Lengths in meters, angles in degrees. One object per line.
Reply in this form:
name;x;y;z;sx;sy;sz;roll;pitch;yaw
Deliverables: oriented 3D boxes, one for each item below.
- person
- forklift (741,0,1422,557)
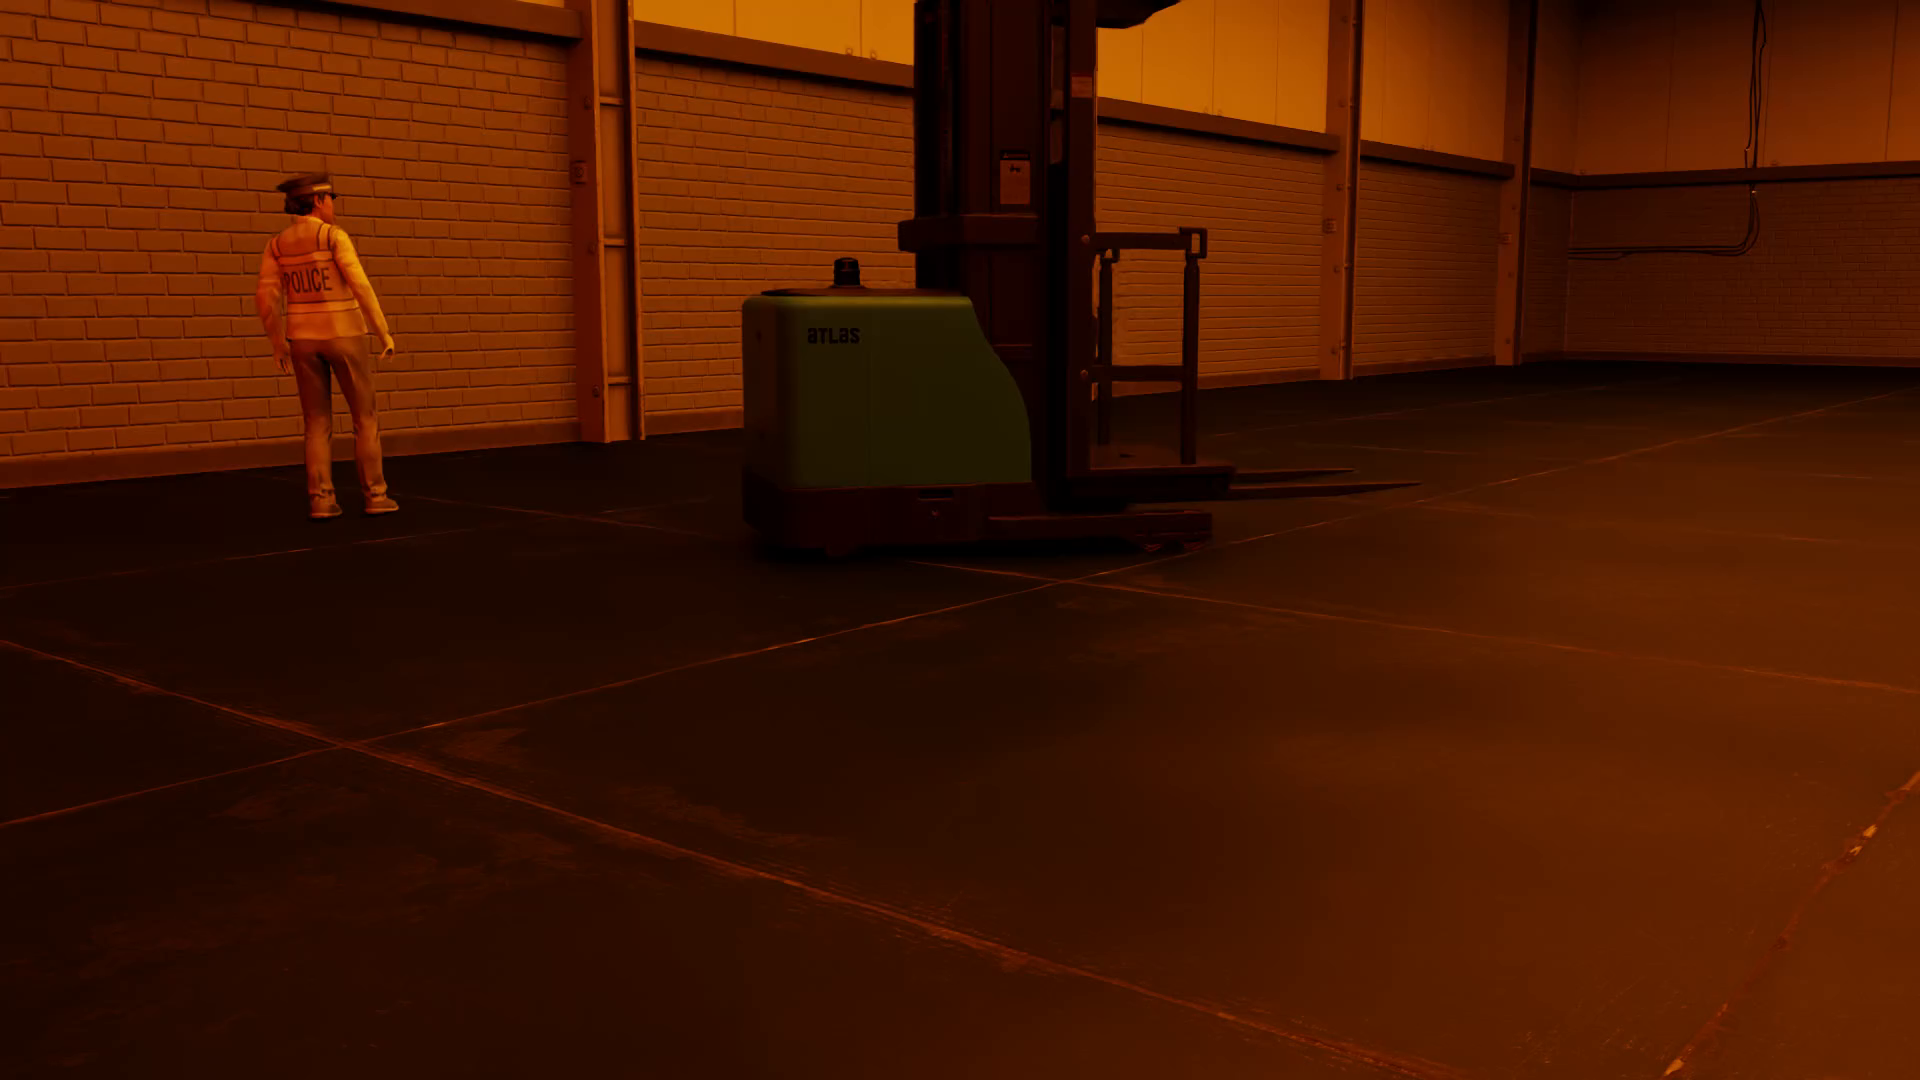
person;-3.059;-0.950;8.125;0.657;1.676;0.473;1;8;5
forklift;0.585;-1.477;7.373;3.031;2.935;1.130;-2;9;-16
